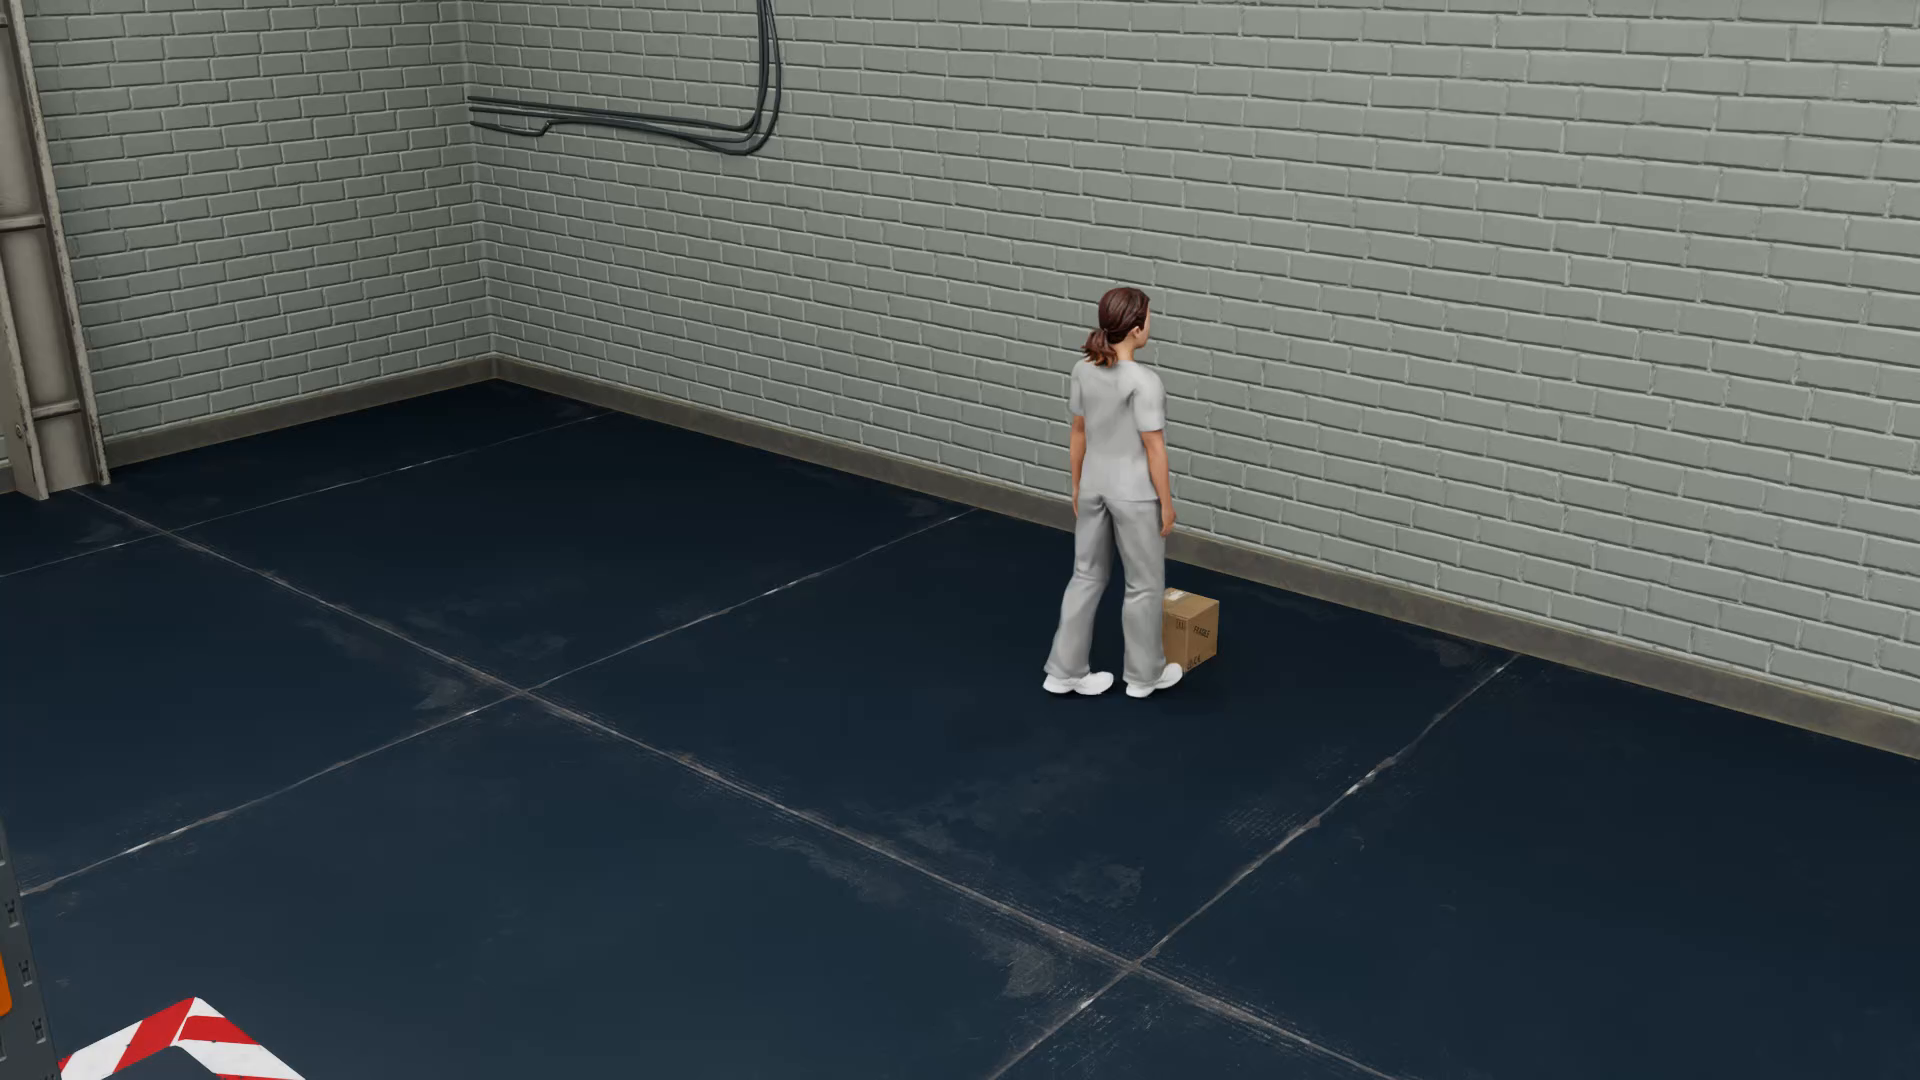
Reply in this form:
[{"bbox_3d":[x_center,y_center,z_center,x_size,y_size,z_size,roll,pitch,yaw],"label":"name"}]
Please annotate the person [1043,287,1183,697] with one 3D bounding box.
[{"bbox_3d":[0.652,-0.166,6.521,0.565,1.677,0.451,-18,27,-39],"label":"person"}]
